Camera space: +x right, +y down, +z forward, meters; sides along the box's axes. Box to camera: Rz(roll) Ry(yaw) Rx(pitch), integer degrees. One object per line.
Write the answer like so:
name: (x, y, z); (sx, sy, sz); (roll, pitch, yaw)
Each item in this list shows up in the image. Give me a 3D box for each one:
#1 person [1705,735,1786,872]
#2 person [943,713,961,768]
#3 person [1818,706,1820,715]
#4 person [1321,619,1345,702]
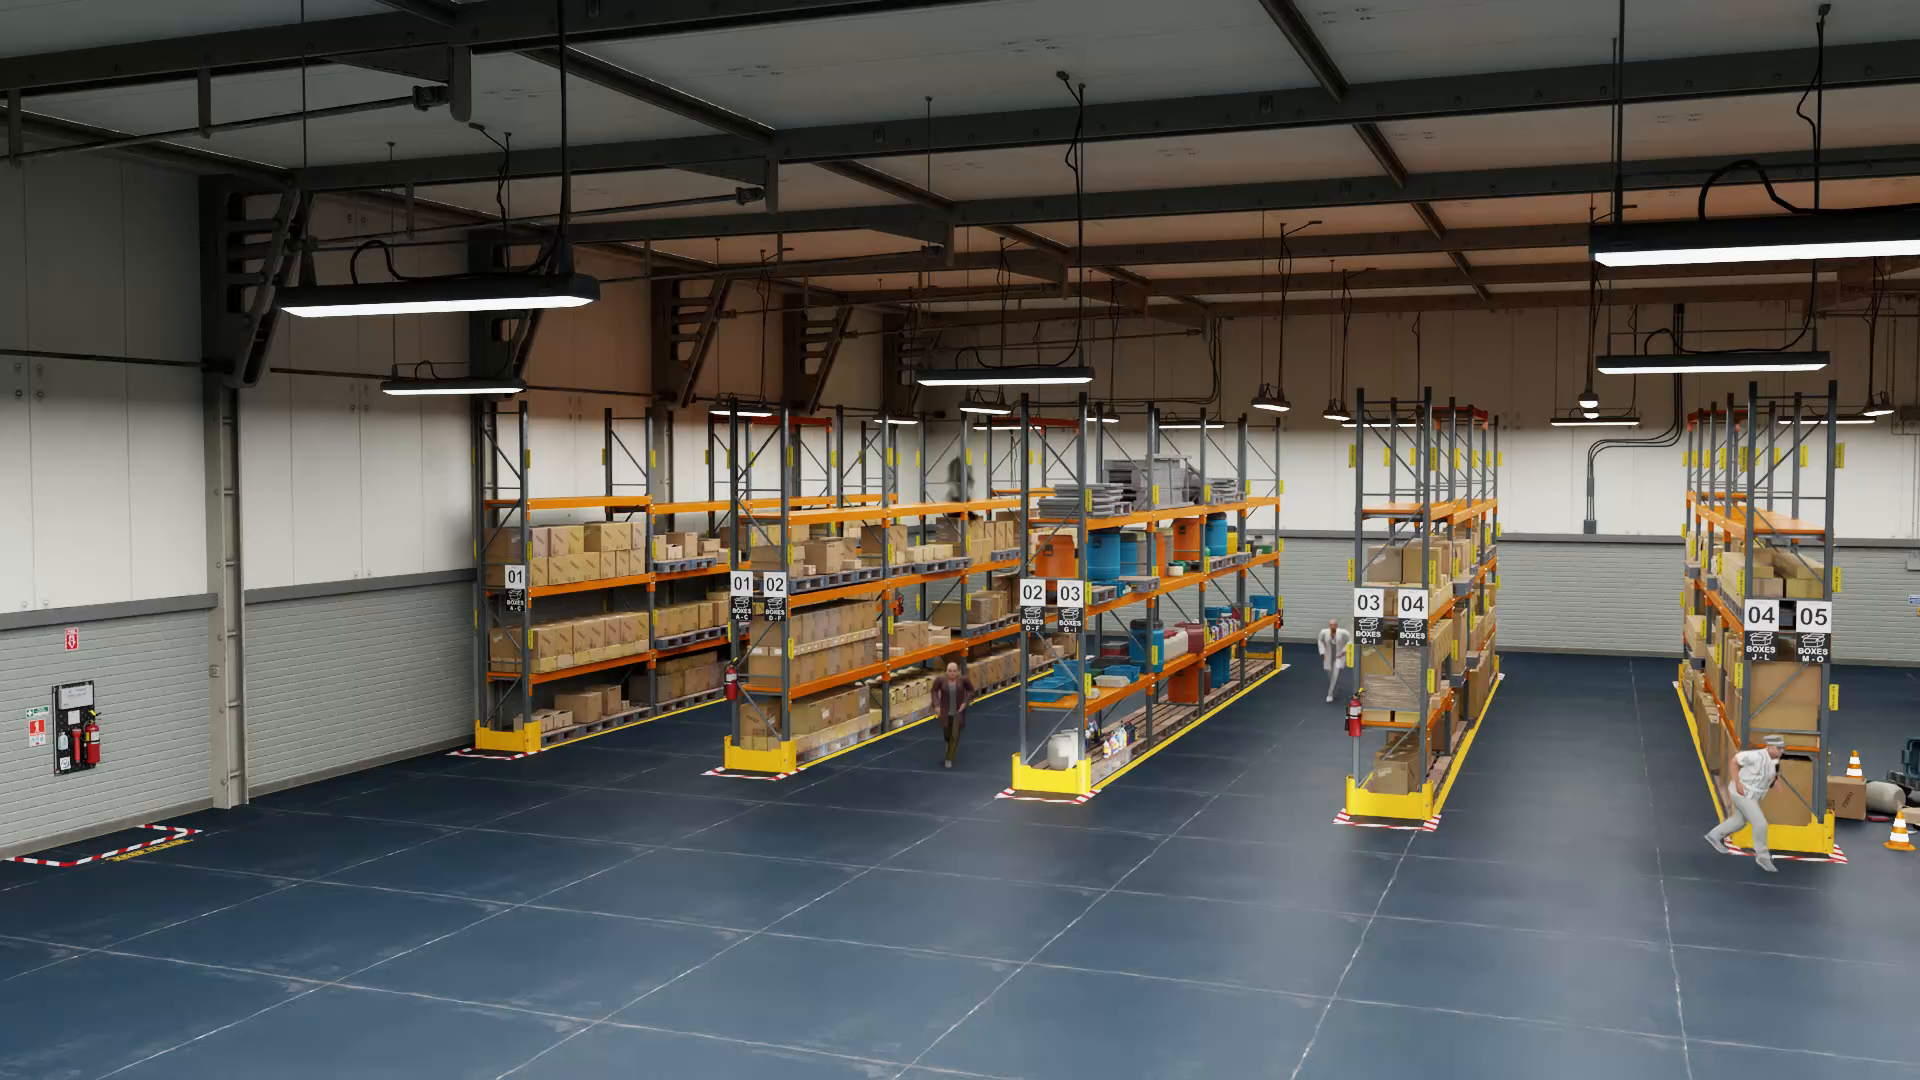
person: (9.662, 3.206, 20.515); (0.668, 1.708, 1.028); (-2, 3, -31)
person: (-0.200, 3.169, 27.338); (0.244, 1.066, 0.827); (0, 3, -5)
person: (16.546, 2.578, 32.293); (0.566, 1.662, 0.929); (1, 3, 13)
person: (7.829, 2.483, 34.683); (0.671, 1.727, 0.891); (1, 3, 17)
